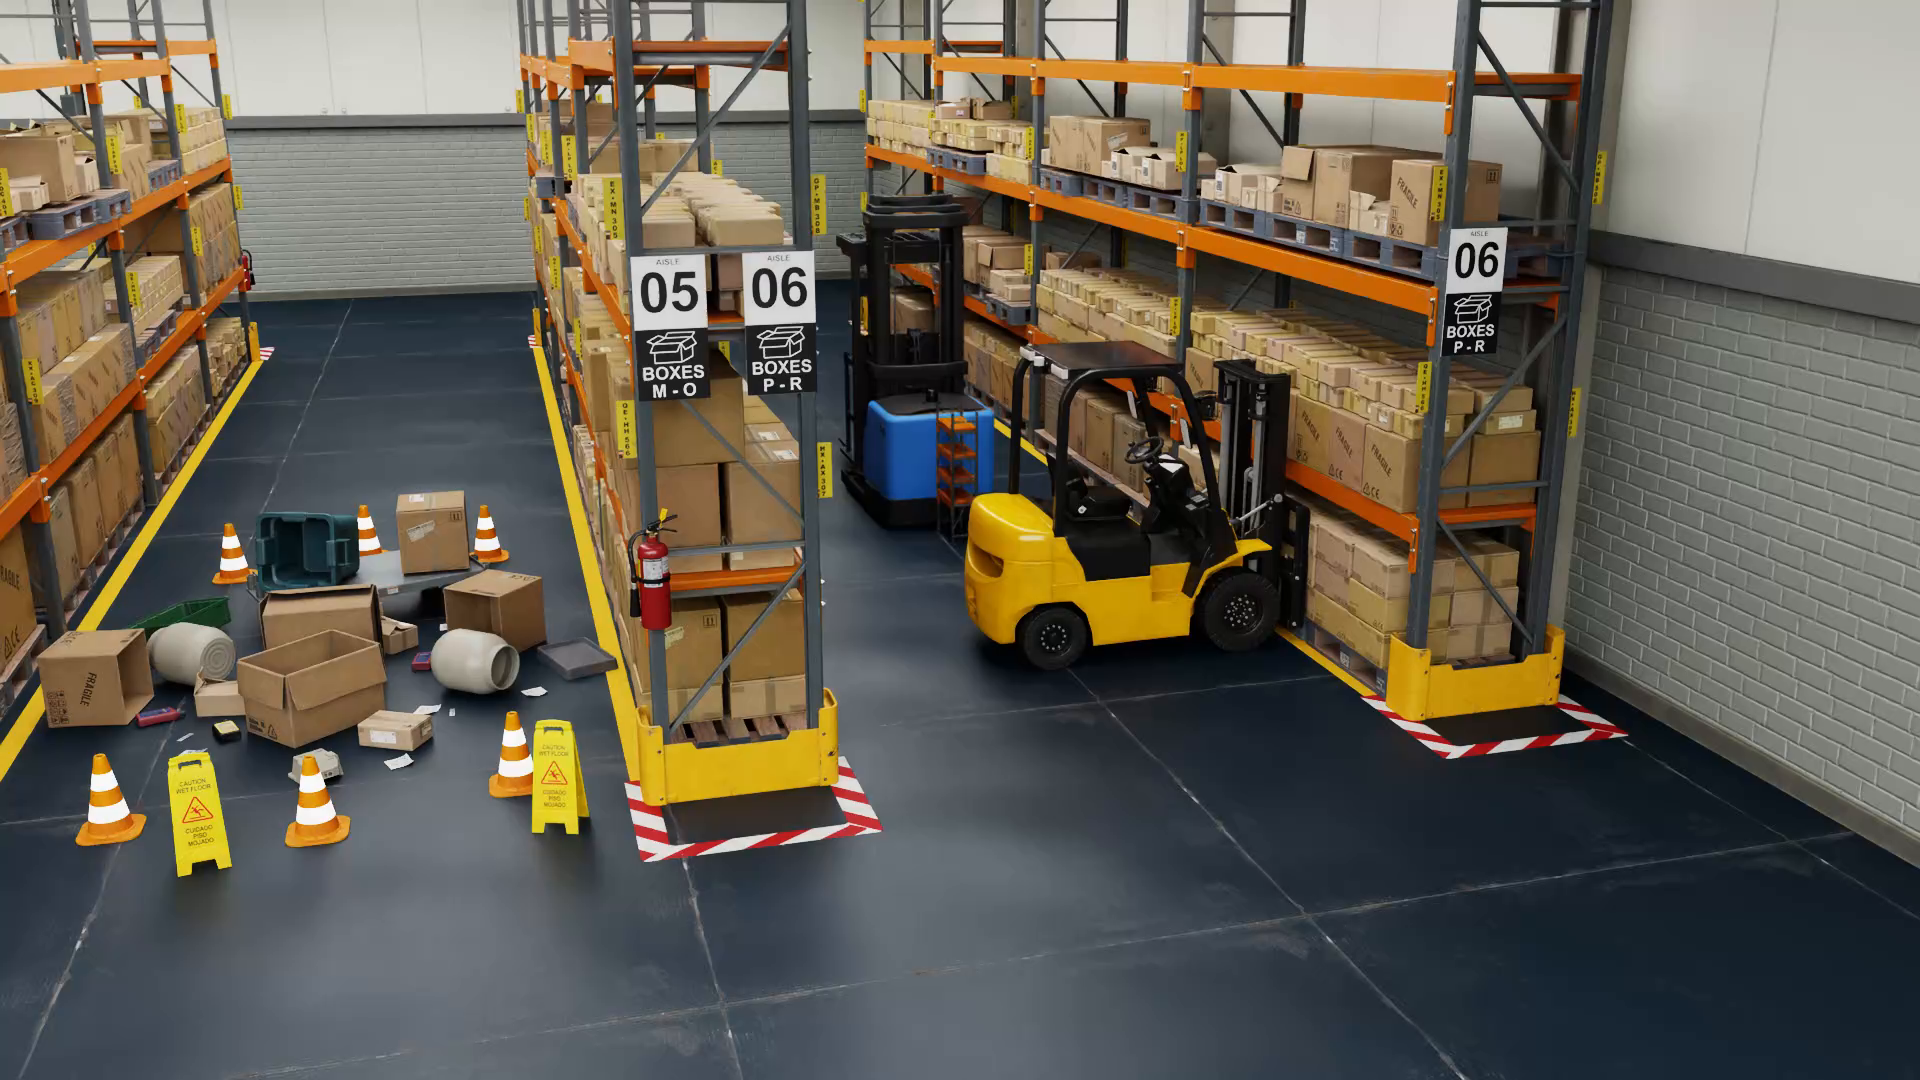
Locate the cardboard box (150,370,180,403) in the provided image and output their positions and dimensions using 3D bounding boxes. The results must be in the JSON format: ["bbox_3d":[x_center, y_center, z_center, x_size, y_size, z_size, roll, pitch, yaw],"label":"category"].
[{"bbox_3d":[-8.458,-1.589,17.339,0.500,0.250,0.500,-5,17,-15],"label":"cardboard box"}]

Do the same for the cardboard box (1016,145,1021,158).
[{"bbox_3d":[0.836,-4.333,18.517,0.380,0.149,0.250,-4,17,-14],"label":"cardboard box"}]

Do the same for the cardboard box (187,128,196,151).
[{"bbox_3d":[-9.372,-4.739,19.691,0.500,0.250,0.500,-5,17,-15],"label":"cardboard box"}]

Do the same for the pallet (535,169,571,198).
[{"bbox_3d":[-3.735,-3.677,17.093,1.213,0.211,1.003,-4,17,-13],"label":"pallet"}]

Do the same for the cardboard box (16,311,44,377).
[{"bbox_3d":[-7.425,-1.437,12.610,0.700,0.500,0.500,-5,17,-16],"label":"cardboard box"}]

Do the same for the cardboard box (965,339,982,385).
[{"bbox_3d":[0.371,-2.224,20.758,0.500,0.500,0.500,-5,17,-17],"label":"cardboard box"}]

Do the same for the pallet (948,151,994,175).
[{"bbox_3d":[0.565,-4.531,19.934,1.213,0.211,1.003,-5,17,-15],"label":"pallet"}]

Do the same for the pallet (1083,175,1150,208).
[{"bbox_3d":[1.847,-3.407,16.194,1.003,0.211,1.213,-4,17,-13],"label":"pallet"}]

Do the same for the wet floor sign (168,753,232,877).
[{"bbox_3d":[-4.128,1.454,8.989,0.267,0.644,0.232,-8,18,-25],"label":"wet floor sign"}]

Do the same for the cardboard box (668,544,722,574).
[{"bbox_3d":[-1.617,0.090,9.876,0.380,0.149,0.250,-4,17,-13],"label":"cardboard box"}]

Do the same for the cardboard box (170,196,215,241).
[{"bbox_3d":[-9.493,-3.941,20.430,0.500,0.500,0.500,-4,17,-14],"label":"cardboard box"}]

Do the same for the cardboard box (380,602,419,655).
[{"bbox_3d":[-4.247,0.654,12.314,0.396,0.266,0.258,11,20,32],"label":"cardboard box"}]

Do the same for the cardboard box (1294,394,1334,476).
[{"bbox_3d":[2.801,-0.787,12.183,0.500,0.500,0.500,-5,17,-16],"label":"cardboard box"}]

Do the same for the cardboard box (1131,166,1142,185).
[{"bbox_3d":[1.770,-3.289,15.008,0.380,0.149,0.250,-5,17,-15],"label":"cardboard box"}]

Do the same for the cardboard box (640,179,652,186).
[{"bbox_3d":[-2.707,-2.767,13.265,0.500,0.250,0.500,-5,17,-16],"label":"cardboard box"}]

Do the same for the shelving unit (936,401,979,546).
[{"bbox_3d":[-0.025,-0.600,14.865,0.258,1.200,0.503,-5,17,-15],"label":"shelving unit"}]

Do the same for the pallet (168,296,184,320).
[{"bbox_3d":[-9.268,-2.529,18.492,1.003,0.211,1.213,-5,17,-15],"label":"pallet"}]

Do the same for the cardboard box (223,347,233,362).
[{"bbox_3d":[-9.563,-2.373,21.347,0.380,0.149,0.250,-5,17,-15],"label":"cardboard box"}]

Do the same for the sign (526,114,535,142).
[{"bbox_3d":[-5.139,-4.941,19.937,0.100,0.325,0.005,-5,17,-15],"label":"sign"}]

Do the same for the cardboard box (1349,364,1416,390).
[{"bbox_3d":[2.970,-1.132,11.687,0.380,0.149,0.250,-5,17,-15],"label":"cardboard box"}]

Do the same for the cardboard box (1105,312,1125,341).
[{"bbox_3d":[1.700,-2.011,15.824,0.500,0.250,0.500,-4,17,-14],"label":"cardboard box"}]

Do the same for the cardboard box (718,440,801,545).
[{"bbox_3d":[-1.172,-0.287,10.004,0.500,0.500,0.500,-5,17,-16],"label":"cardboard box"}]

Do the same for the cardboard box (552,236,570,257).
[{"bbox_3d":[-4.049,-2.947,17.638,0.500,0.500,0.500,-4,17,-14],"label":"cardboard box"}]

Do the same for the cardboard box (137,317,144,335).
[{"bbox_3d":[-8.316,-2.107,16.459,0.380,0.149,0.250,-4,17,-12],"label":"cardboard box"}]

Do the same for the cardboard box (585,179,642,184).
[{"bbox_3d":[-2.471,-2.492,11.872,0.380,0.149,0.250,-5,18,-17],"label":"cardboard box"}]

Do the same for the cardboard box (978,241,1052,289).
[{"bbox_3d":[0.638,-3.238,19.608,0.797,0.503,0.637,-5,17,-17],"label":"cardboard box"}]

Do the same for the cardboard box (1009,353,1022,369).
[{"bbox_3d":[0.781,-2.055,19.066,0.380,0.149,0.250,-6,18,-18],"label":"cardboard box"}]

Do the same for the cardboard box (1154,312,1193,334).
[{"bbox_3d":[1.968,-1.949,14.927,0.380,0.149,0.250,-5,17,-16],"label":"cardboard box"}]

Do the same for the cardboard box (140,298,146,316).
[{"bbox_3d":[-8.401,-2.329,16.680,0.380,0.149,0.250,-5,17,-15],"label":"cardboard box"}]

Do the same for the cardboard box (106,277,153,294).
[{"bbox_3d":[-8.542,-2.610,17.099,0.380,0.149,0.250,-4,17,-14],"label":"cardboard box"}]

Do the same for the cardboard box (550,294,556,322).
[{"bbox_3d":[-4.341,-2.624,18.734,0.500,0.250,0.500,-5,17,-16],"label":"cardboard box"}]

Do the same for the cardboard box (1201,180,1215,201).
[{"bbox_3d":[2.195,-2.861,13.582,0.380,0.149,0.250,-4,17,-14],"label":"cardboard box"}]

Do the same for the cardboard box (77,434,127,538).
[{"bbox_3d":[-7.914,-0.444,14.397,1.050,0.750,0.750,-4,17,-14],"label":"cardboard box"}]

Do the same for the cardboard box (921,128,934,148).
[{"bbox_3d":[-0.208,-5.278,21.838,0.500,0.250,0.500,-5,17,-15],"label":"cardboard box"}]

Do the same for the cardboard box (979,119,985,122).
[{"bbox_3d":[0.452,-5.222,20.923,0.380,0.149,0.250,-5,17,-15],"label":"cardboard box"}]

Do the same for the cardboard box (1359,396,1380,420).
[{"bbox_3d":[2.987,-0.915,11.482,0.380,0.149,0.250,-4,17,-14],"label":"cardboard box"}]

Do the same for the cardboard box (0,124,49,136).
[{"bbox_3d":[-8.600,-3.680,15.271,0.396,0.266,0.258,-5,17,-15],"label":"cardboard box"}]

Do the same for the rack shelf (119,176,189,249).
[{"bbox_3d":[-8.788,-3.383,17.036,1.077,0.370,4.000,-5,17,-15],"label":"rack shelf"}]

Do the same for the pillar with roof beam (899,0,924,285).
[{"bbox_3d":[-4.947,-8.113,26.319,9.100,9.000,0.400,-5,17,-15],"label":"pillar with roof beam"}]

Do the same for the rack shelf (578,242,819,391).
[{"bbox_3d":[-1.858,-1.589,11.066,1.077,0.370,4.000,-5,17,-15],"label":"rack shelf"}]

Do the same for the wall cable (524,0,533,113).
[{"bbox_3d":[-7.540,-8.794,28.586,0.463,3.000,0.029,-5,17,-15],"label":"wall cable"}]

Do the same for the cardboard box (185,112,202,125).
[{"bbox_3d":[-9.662,-5.250,20.699,0.380,0.149,0.250,-5,17,-17],"label":"cardboard box"}]

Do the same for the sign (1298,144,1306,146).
[{"bbox_3d":[2.897,-3.210,14.175,0.100,0.325,0.005,-5,17,-15],"label":"sign"}]

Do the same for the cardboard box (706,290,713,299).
[{"bbox_3d":[-1.377,-1.586,10.240,0.380,0.149,0.250,-5,17,-16],"label":"cardboard box"}]

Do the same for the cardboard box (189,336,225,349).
[{"bbox_3d":[-9.638,-2.511,21.288,0.380,0.149,0.250,-5,17,-15],"label":"cardboard box"}]

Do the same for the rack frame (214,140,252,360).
[{"bbox_3d":[-10.437,-3.951,22.890,1.000,3.000,0.127,-5,17,-15],"label":"rack frame"}]

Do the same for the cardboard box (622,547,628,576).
[{"bbox_3d":[-2.011,0.135,10.908,0.380,0.149,0.250,-4,17,-14],"label":"cardboard box"}]

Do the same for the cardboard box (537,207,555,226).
[{"bbox_3d":[-5.001,-3.899,20.806,0.500,0.500,0.500,-5,17,-16],"label":"cardboard box"}]

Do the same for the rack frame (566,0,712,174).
[{"bbox_3d":[-2.408,-3.924,12.372,1.000,3.000,0.127,-5,17,-15],"label":"rack frame"}]

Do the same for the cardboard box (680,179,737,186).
[{"bbox_3d":[-1.782,-2.472,11.804,0.380,0.149,0.250,-4,17,-14],"label":"cardboard box"}]

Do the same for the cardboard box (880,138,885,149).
[{"bbox_3d":[-0.949,-5.753,24.113,0.380,0.149,0.250,-4,17,-14],"label":"cardboard box"}]

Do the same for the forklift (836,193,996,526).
[{"bbox_3d":[-0.567,-1.917,16.240,1.130,2.935,3.031,-5,17,-15],"label":"forklift"}]

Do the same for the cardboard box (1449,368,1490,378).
[{"bbox_3d":[3.451,-1.095,11.566,0.380,0.149,0.250,-4,17,-14],"label":"cardboard box"}]

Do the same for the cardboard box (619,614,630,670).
[{"bbox_3d":[-2.073,0.681,11.520,0.500,0.250,0.500,-5,18,-17],"label":"cardboard box"}]

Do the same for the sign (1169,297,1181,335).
[{"bbox_3d":[1.845,-1.915,14.238,0.100,0.325,0.005,-5,17,-15],"label":"sign"}]
